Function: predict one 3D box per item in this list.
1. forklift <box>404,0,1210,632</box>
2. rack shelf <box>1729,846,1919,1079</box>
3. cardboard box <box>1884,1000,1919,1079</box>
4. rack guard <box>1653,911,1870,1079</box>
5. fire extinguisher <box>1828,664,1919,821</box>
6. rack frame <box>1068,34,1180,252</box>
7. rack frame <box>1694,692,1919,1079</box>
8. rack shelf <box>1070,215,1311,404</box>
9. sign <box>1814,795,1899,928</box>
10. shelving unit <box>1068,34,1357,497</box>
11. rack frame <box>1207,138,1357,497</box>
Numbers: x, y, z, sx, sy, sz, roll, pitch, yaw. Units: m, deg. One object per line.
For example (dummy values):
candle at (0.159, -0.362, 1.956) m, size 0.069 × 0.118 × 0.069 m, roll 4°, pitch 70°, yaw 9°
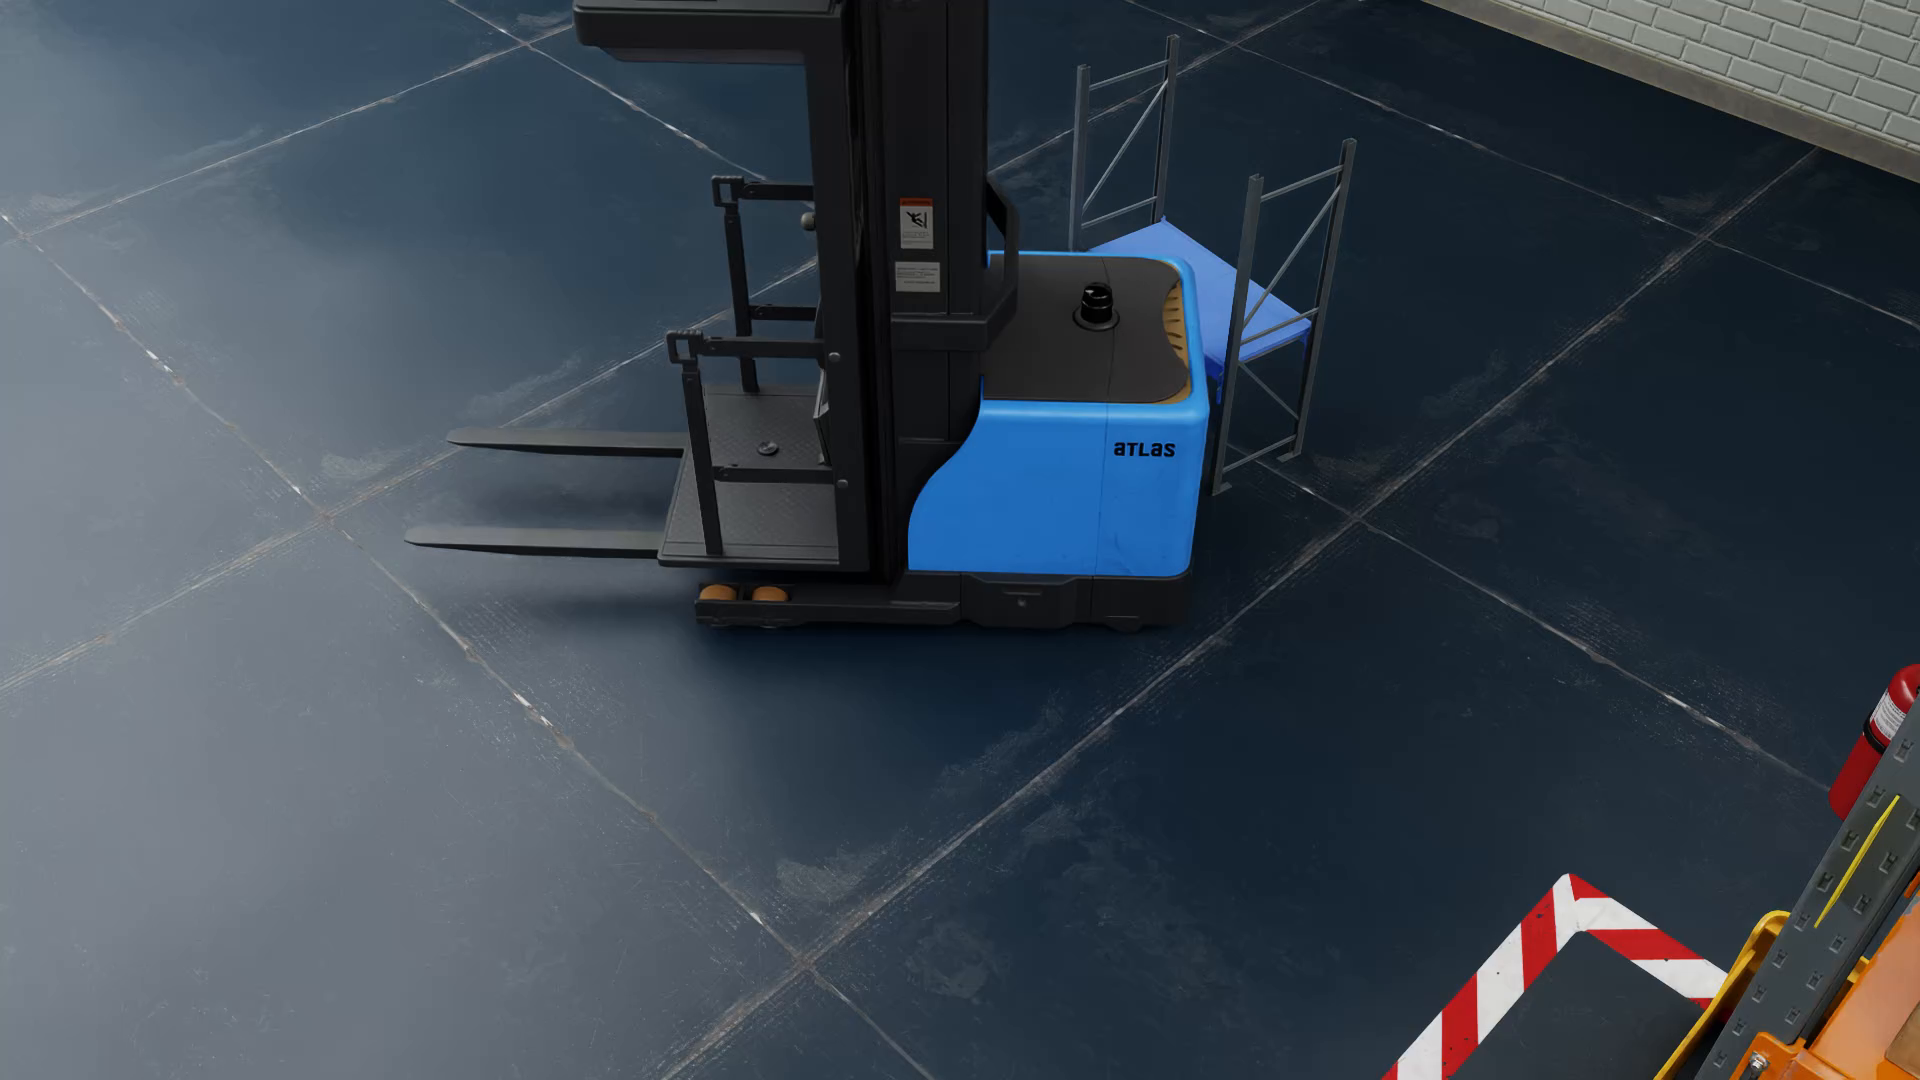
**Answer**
forklift at (-0.624, -1.096, 5.776) m, size 3.031 × 2.935 × 1.130 m, roll 2°, pitch 43°, yaw 2°
rack shelf at (3.520, 1.926, 2.985) m, size 1.077 × 0.370 × 4.000 m, roll -34°, pitch 53°, yaw -31°
cardboard box at (2.428, 0.895, 3.498) m, size 0.700 × 0.500 × 0.500 m, roll -34°, pitch 53°, yaw -31°
rack guard at (2.091, 1.608, 4.642) m, size 1.175 × 0.500 × 0.348 m, roll -34°, pitch 53°, yaw -31°
fire extinguisher at (2.353, 0.450, 4.110) m, size 0.296 × 0.674 × 0.183 m, roll -34°, pitch 53°, yaw -31°
rack frame at (0.678, -1.405, 7.165) m, size 0.500 × 1.500 × 0.032 m, roll -25°, pitch 48°, yaw -24°
rack frame at (2.108, 0.701, 3.781) m, size 1.000 × 3.000 × 0.127 m, roll -34°, pitch 53°, yaw -31°
rack shelf at (0.964, -0.987, 6.978) m, size 0.538 × 0.185 × 1.000 m, roll -25°, pitch 48°, yaw -24°
sign at (1.711, 0.617, 3.175) m, size 0.100 × 0.325 × 0.005 m, roll -34°, pitch 53°, yaw -31°
shelving unit at (0.964, -1.119, 6.856) m, size 0.538 × 1.500 × 1.048 m, roll -25°, pitch 48°, yaw -24°
rack frame at (1.250, -0.834, 6.547) m, size 0.500 × 1.500 × 0.032 m, roll -25°, pitch 48°, yaw -24°
